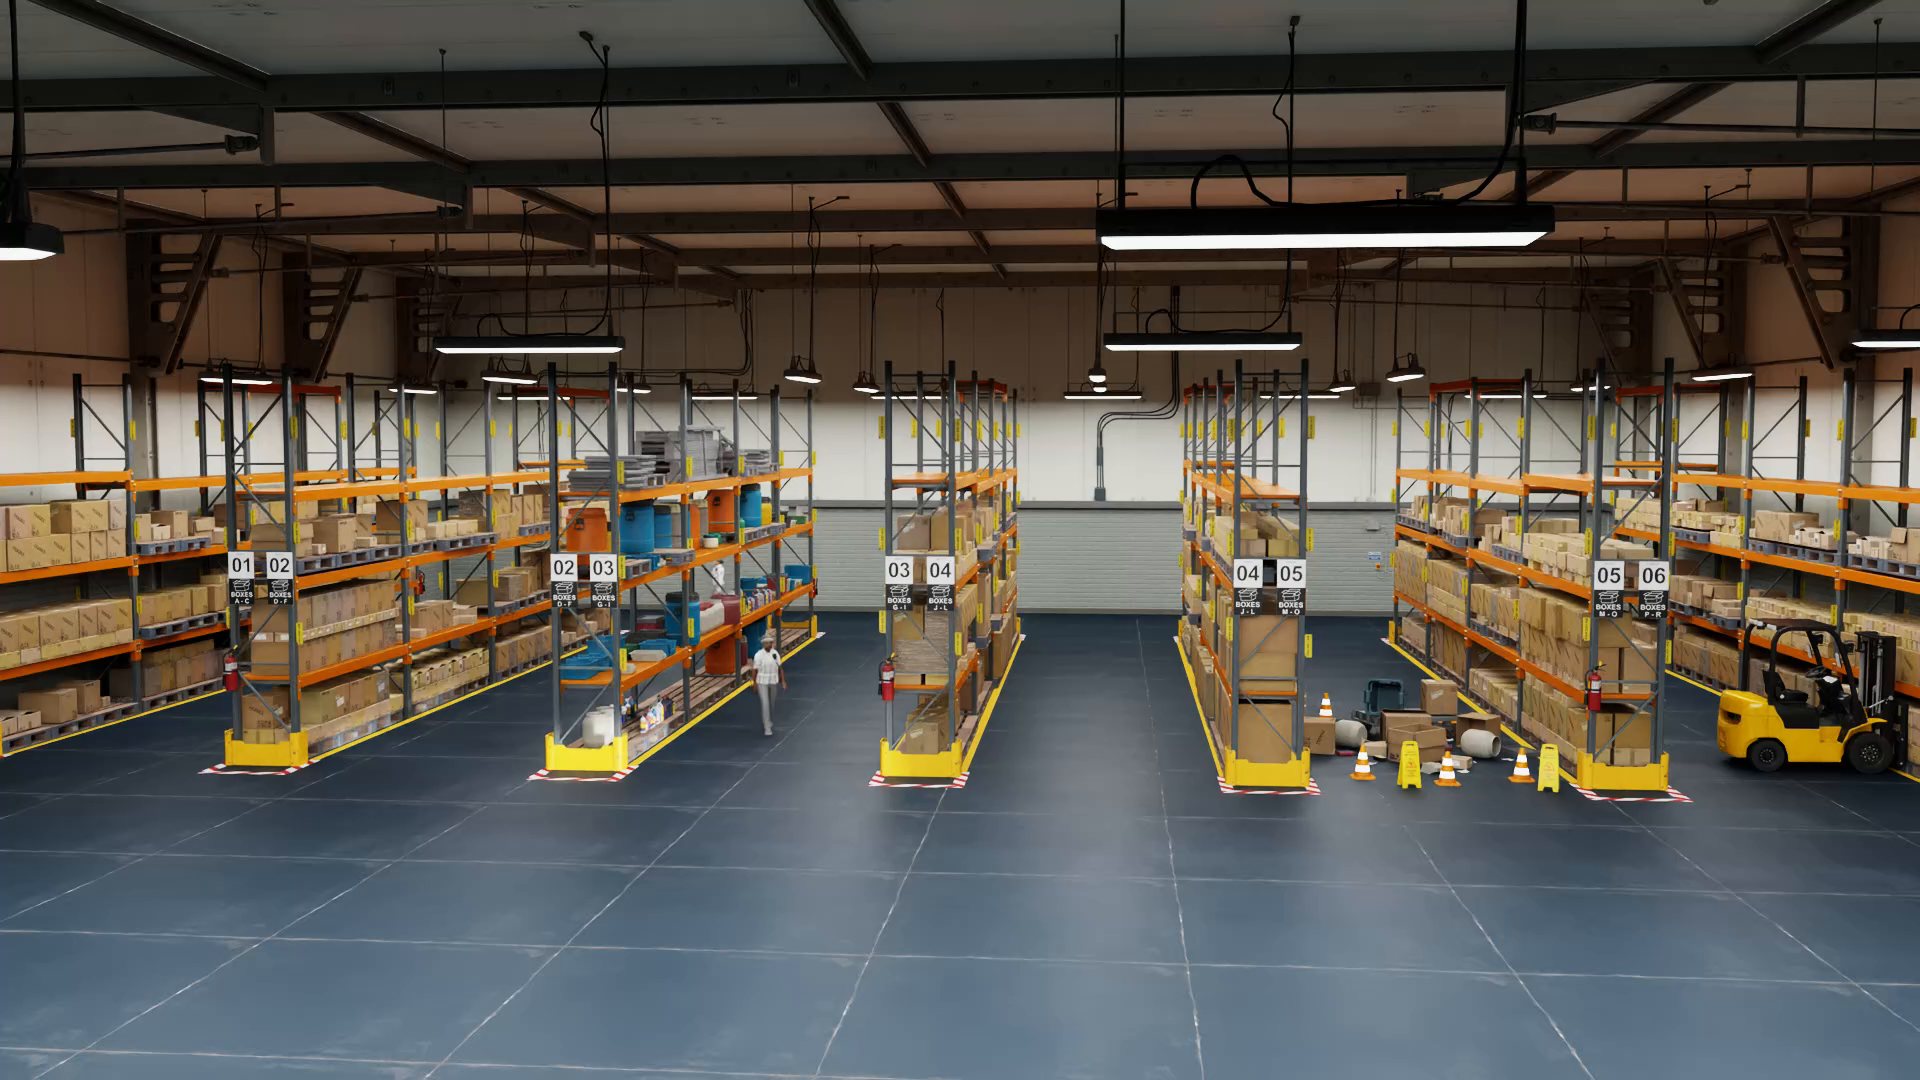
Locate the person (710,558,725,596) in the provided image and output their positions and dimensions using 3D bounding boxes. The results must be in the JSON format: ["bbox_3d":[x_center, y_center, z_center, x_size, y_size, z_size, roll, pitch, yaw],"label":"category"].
[{"bbox_3d":[-6.421,1.232,44.392,0.515,1.674,0.510,-2,4,-30],"label":"person"}]

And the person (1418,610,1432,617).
[{"bbox_3d":[11.667,1.457,41.420,1.002,1.628,0.436,-1,4,-12],"label":"person"}]

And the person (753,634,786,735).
[{"bbox_3d":[-3.172,2.354,27.516,0.510,1.627,1.079,-1,4,-20],"label":"person"}]

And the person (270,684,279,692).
[{"bbox_3d":[-12.281,2.197,30.181,0.448,1.610,0.843,0,4,2],"label":"person"}]
